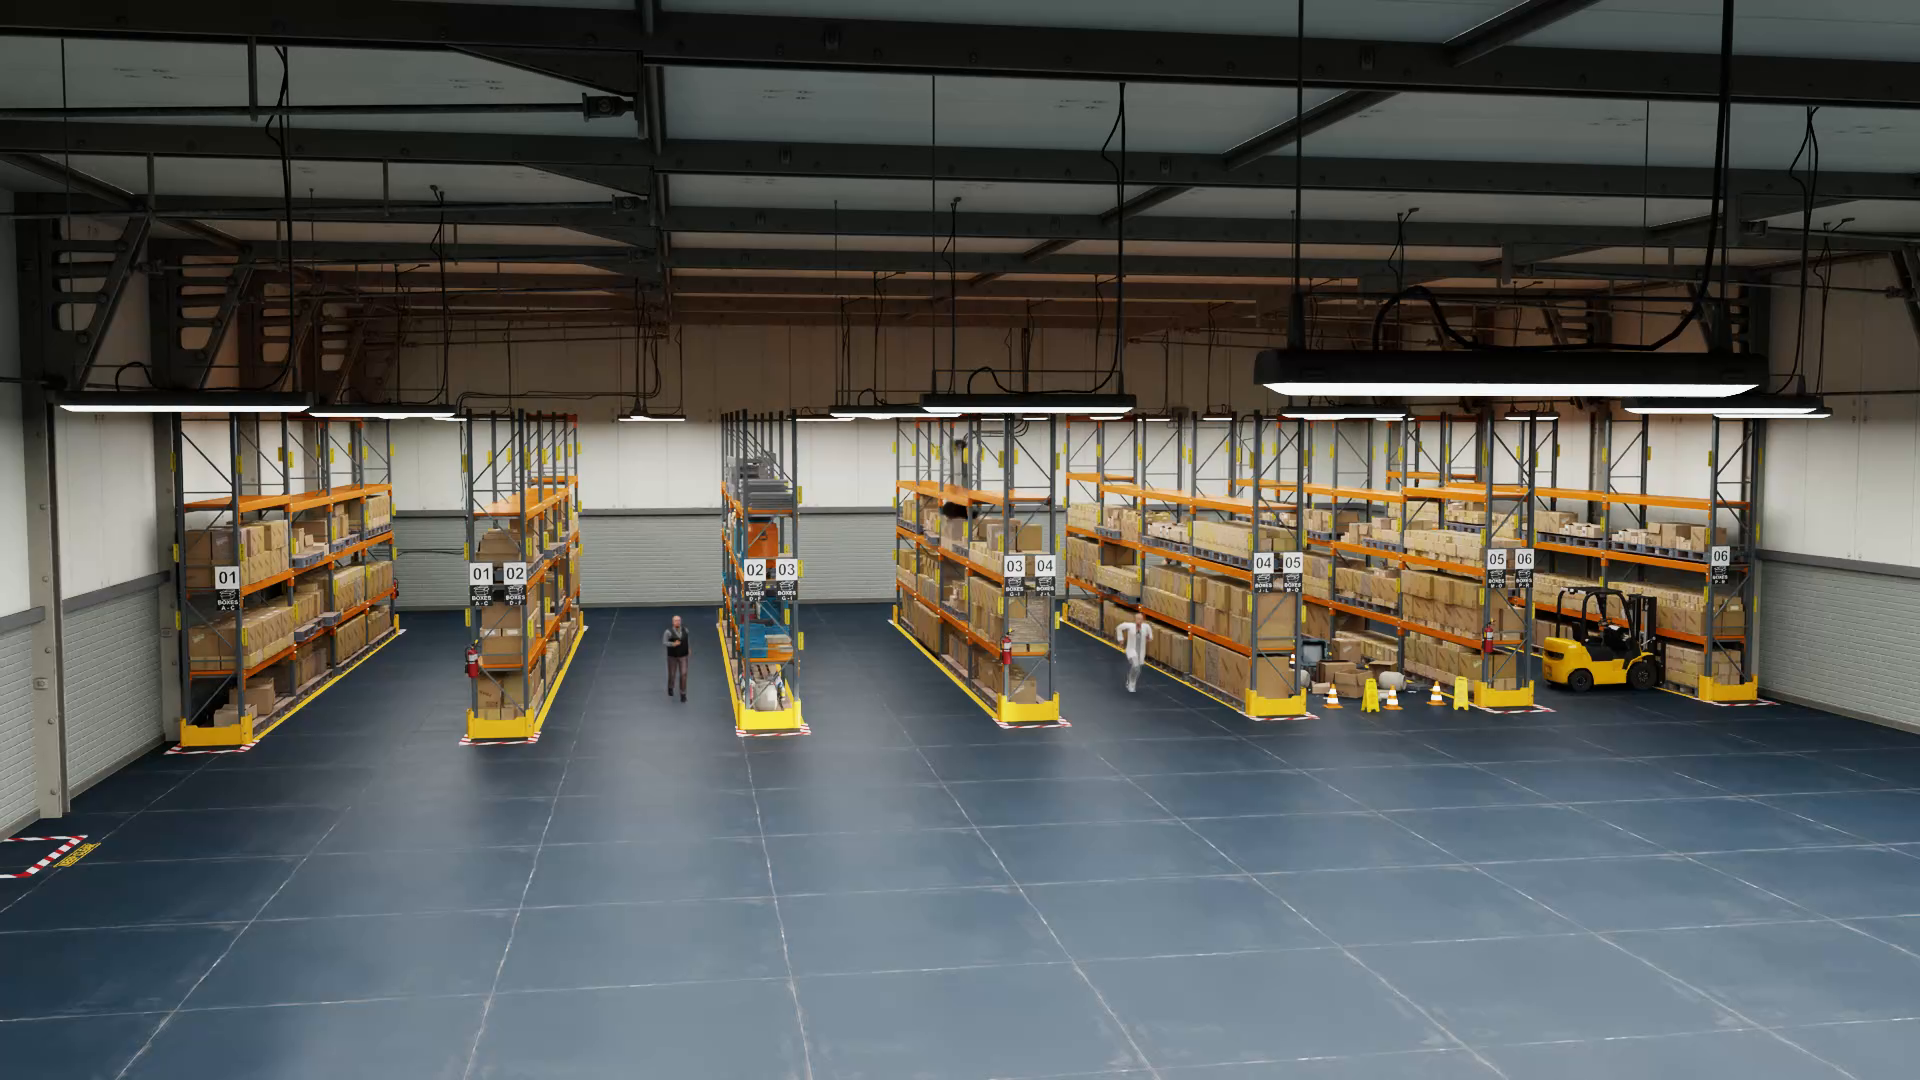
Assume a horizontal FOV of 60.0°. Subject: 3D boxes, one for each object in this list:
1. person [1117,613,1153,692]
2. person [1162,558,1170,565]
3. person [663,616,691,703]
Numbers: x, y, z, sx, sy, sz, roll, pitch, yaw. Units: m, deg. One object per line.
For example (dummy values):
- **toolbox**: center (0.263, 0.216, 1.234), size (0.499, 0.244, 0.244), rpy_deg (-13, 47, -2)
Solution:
- **person**: center (3.716, 2.387, 35.275), size (0.690, 1.706, 0.956), rpy_deg (-1, 4, -17)
- **person**: center (6.252, 1.369, 50.992), size (0.523, 1.616, 0.564), rpy_deg (-2, 4, -22)
- **person**: center (-5.865, 2.441, 34.441), size (0.635, 1.751, 0.907), rpy_deg (-2, 4, -22)
